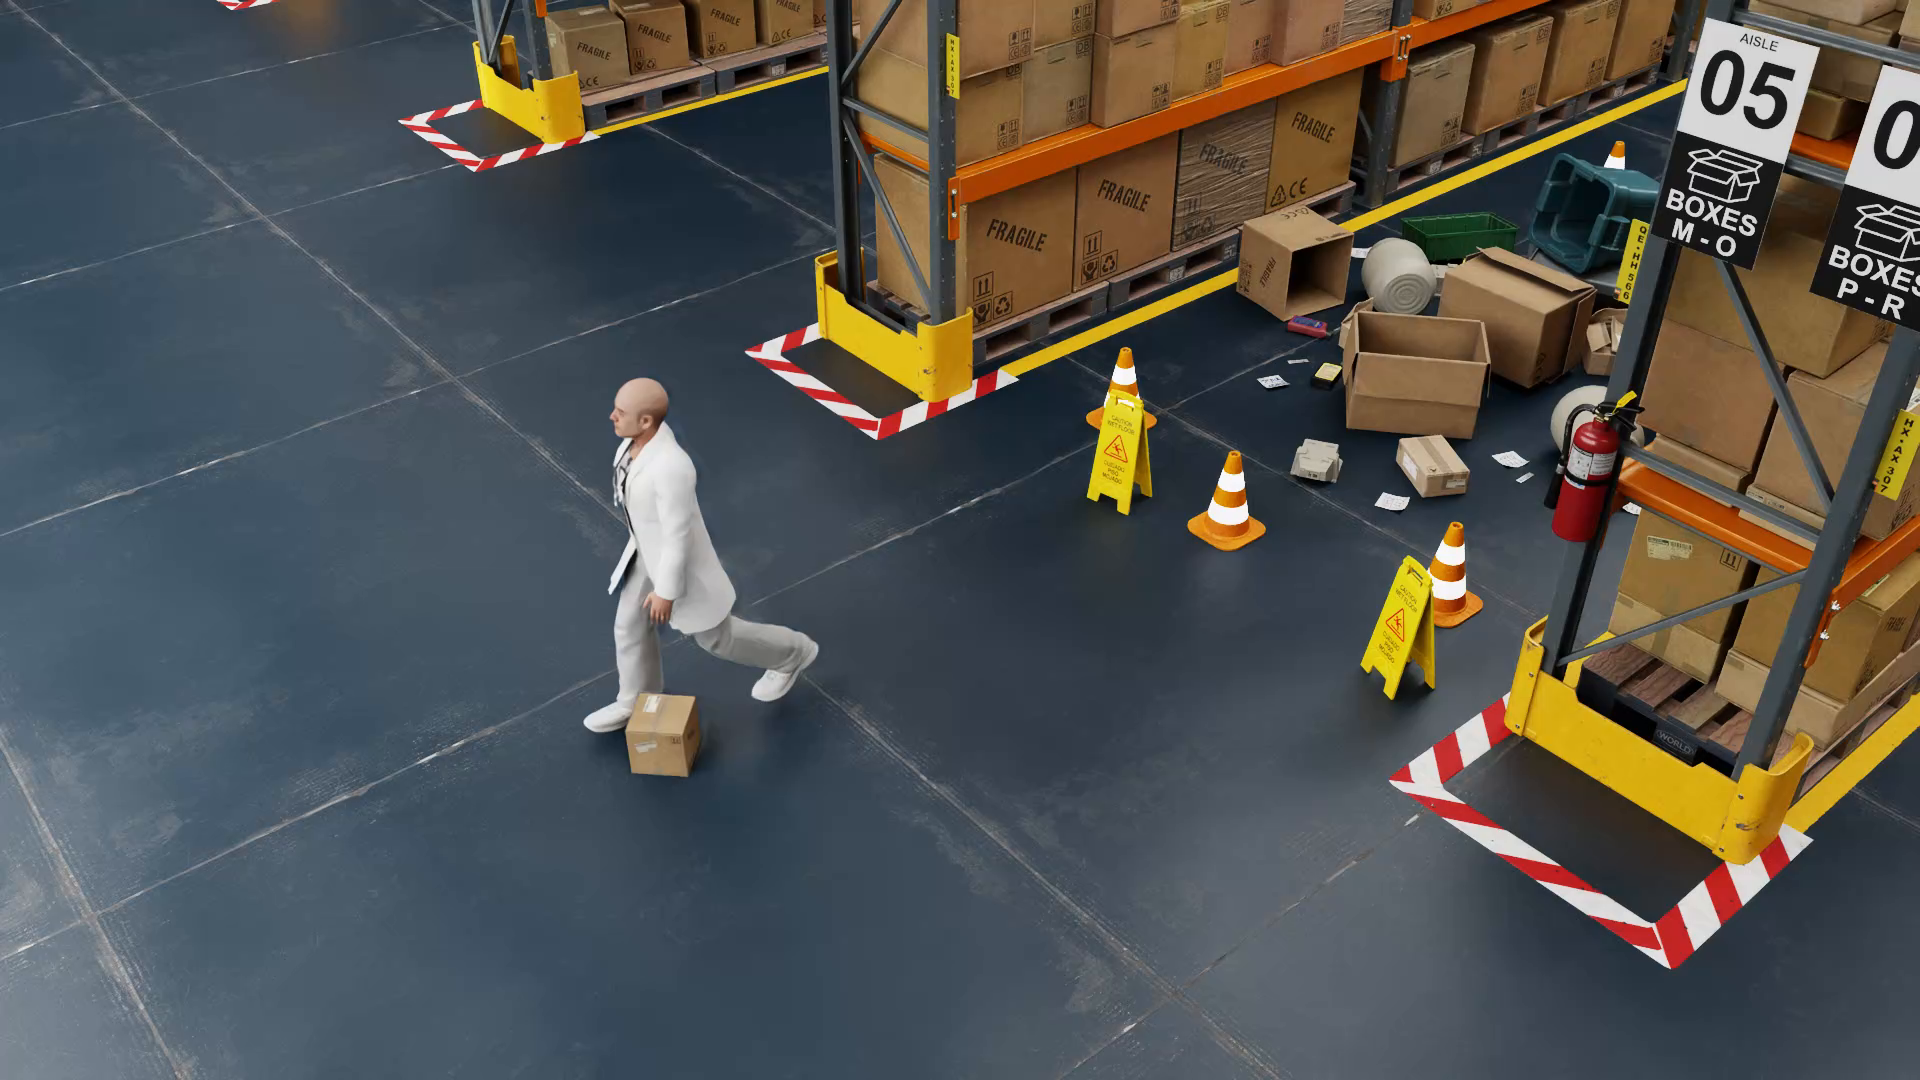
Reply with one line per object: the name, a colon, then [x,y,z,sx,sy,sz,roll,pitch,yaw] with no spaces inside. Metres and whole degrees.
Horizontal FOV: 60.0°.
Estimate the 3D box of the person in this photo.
person: [-1.143,0.062,7.011,1.058,1.744,0.554,-20,40,-26]
